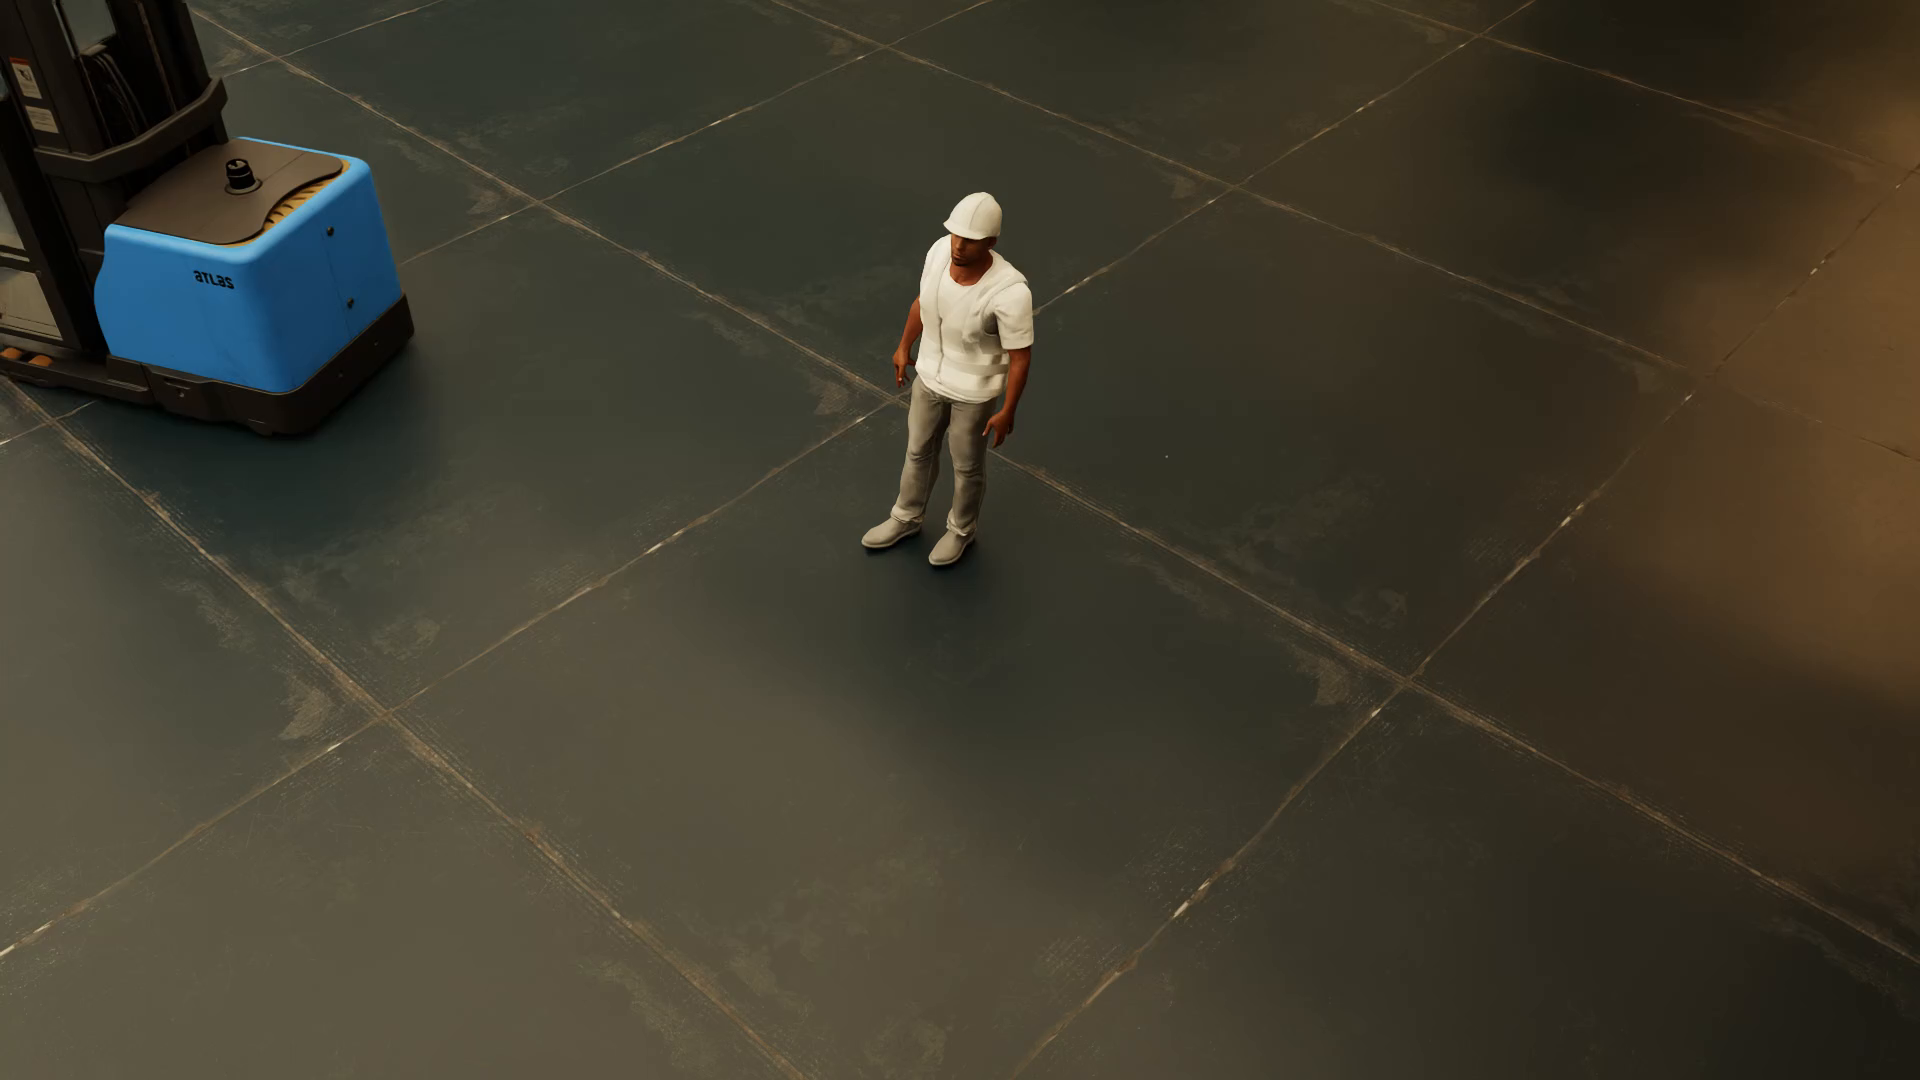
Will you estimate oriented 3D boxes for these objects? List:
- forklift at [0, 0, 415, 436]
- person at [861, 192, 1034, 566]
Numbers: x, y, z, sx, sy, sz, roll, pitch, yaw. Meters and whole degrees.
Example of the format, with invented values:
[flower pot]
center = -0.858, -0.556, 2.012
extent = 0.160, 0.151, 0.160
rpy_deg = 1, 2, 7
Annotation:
[forklift]
center = -4.479, -2.209, 8.003
extent = 3.031, 2.935, 1.130
rpy_deg = 13, 42, 15
[person]
center = -0.051, -0.645, 7.064
extent = 0.665, 1.765, 0.577
rpy_deg = 31, 49, 31
